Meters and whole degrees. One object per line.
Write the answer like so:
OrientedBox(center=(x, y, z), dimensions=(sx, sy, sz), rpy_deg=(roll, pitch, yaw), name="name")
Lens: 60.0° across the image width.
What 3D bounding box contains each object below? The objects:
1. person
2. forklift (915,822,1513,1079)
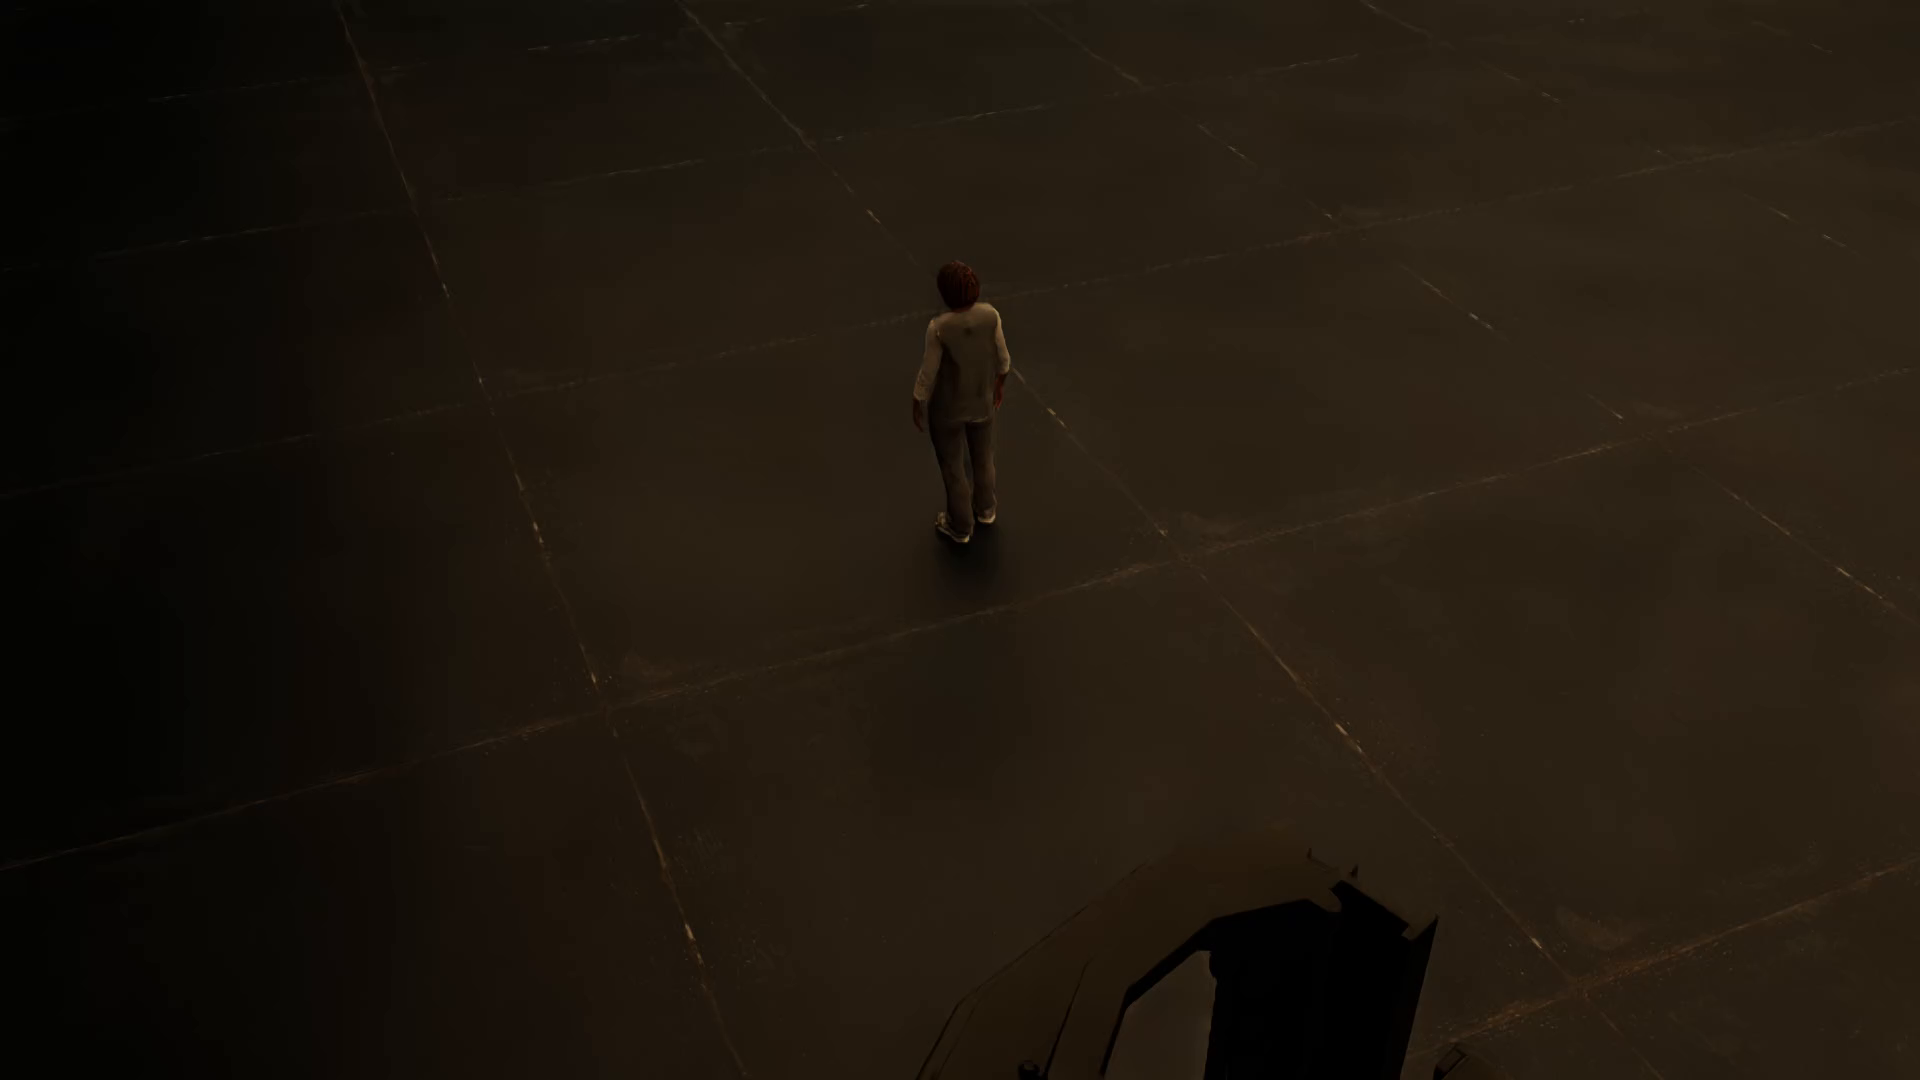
OrientedBox(center=(-0.016, -0.699, 8.221), dimensions=(0.521, 1.597, 0.474), rpy_deg=(-14, 38, -19), name="person")
OrientedBox(center=(0.731, 2.097, 3.150), dimensions=(1.130, 2.935, 3.031), rpy_deg=(-28, 44, -34), name="forklift")
